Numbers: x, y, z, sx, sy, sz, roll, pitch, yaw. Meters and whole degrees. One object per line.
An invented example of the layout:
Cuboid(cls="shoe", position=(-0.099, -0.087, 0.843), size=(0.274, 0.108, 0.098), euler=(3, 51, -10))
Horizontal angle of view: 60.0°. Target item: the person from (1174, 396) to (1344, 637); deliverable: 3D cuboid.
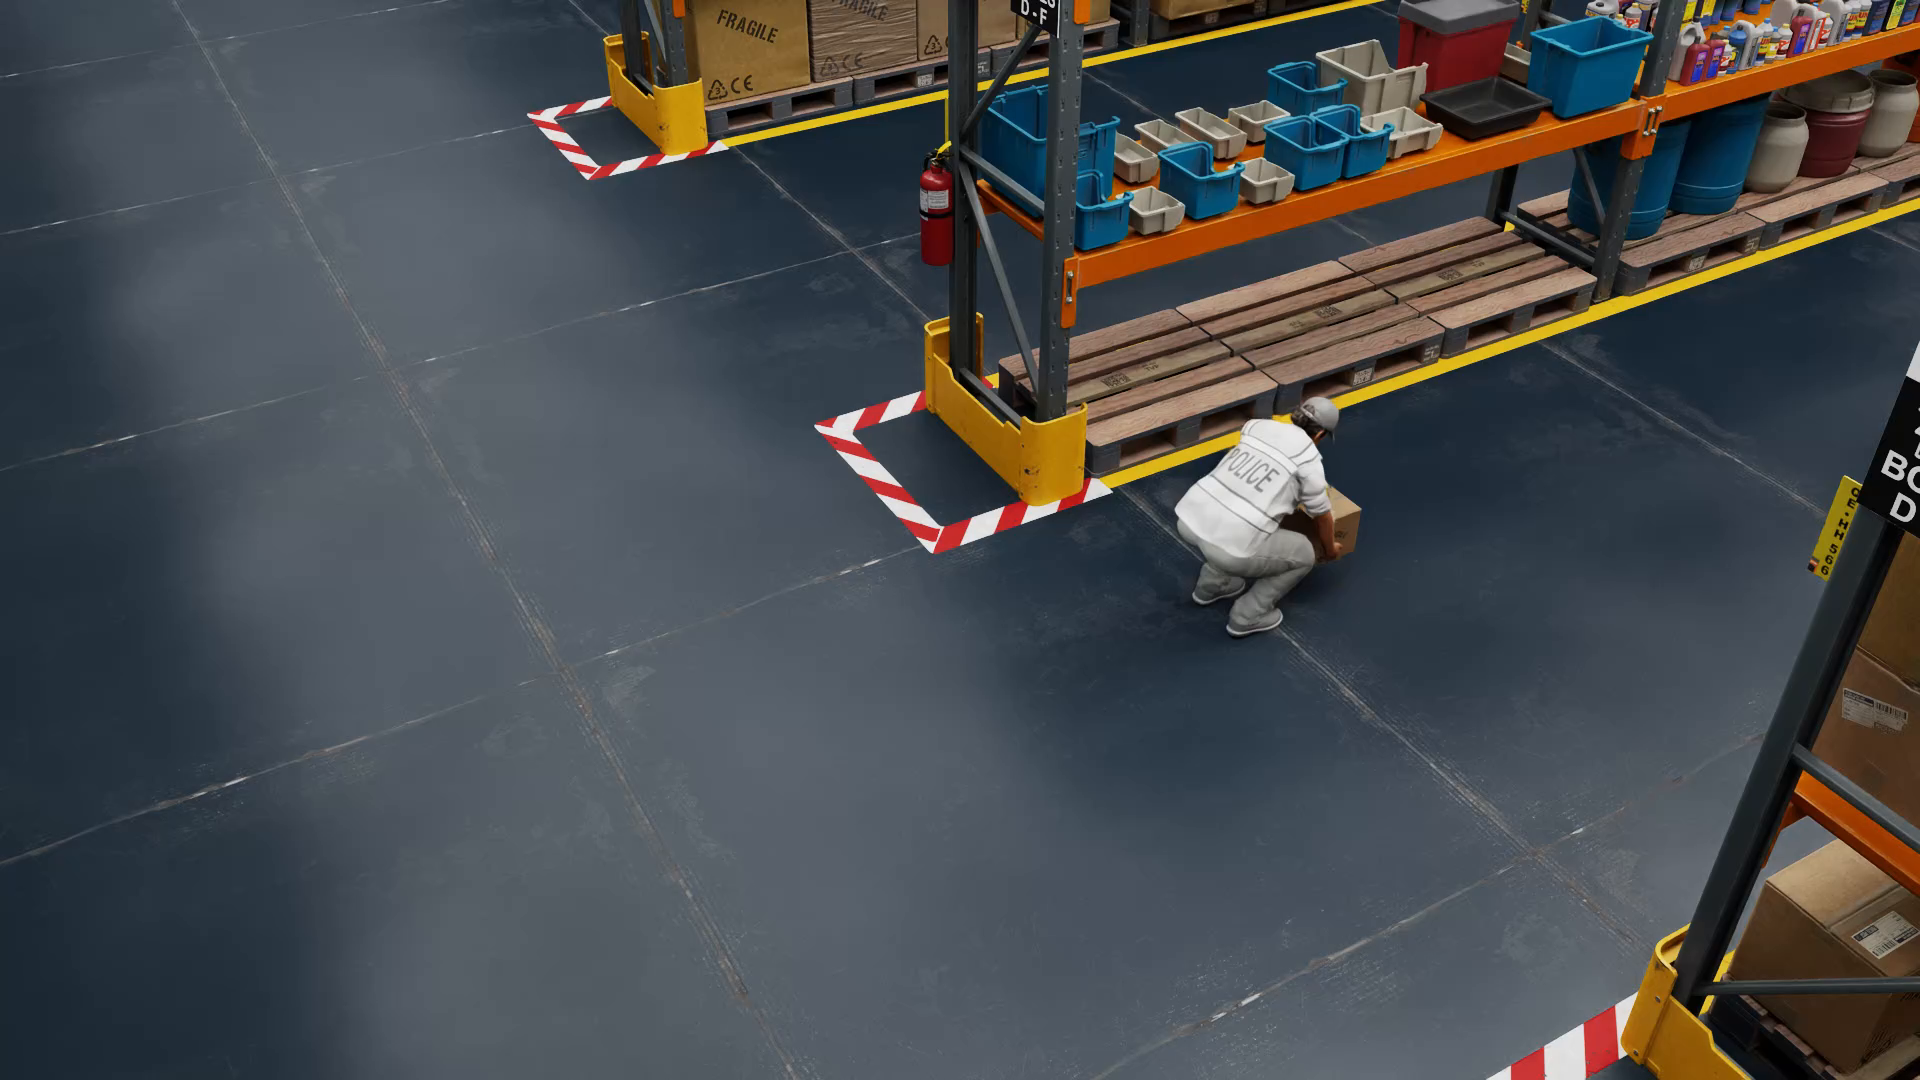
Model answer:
Cuboid(cls="person", position=(1.370, -0.111, 7.616), size=(0.836, 1.016, 0.530), euler=(-19, 41, -24))
